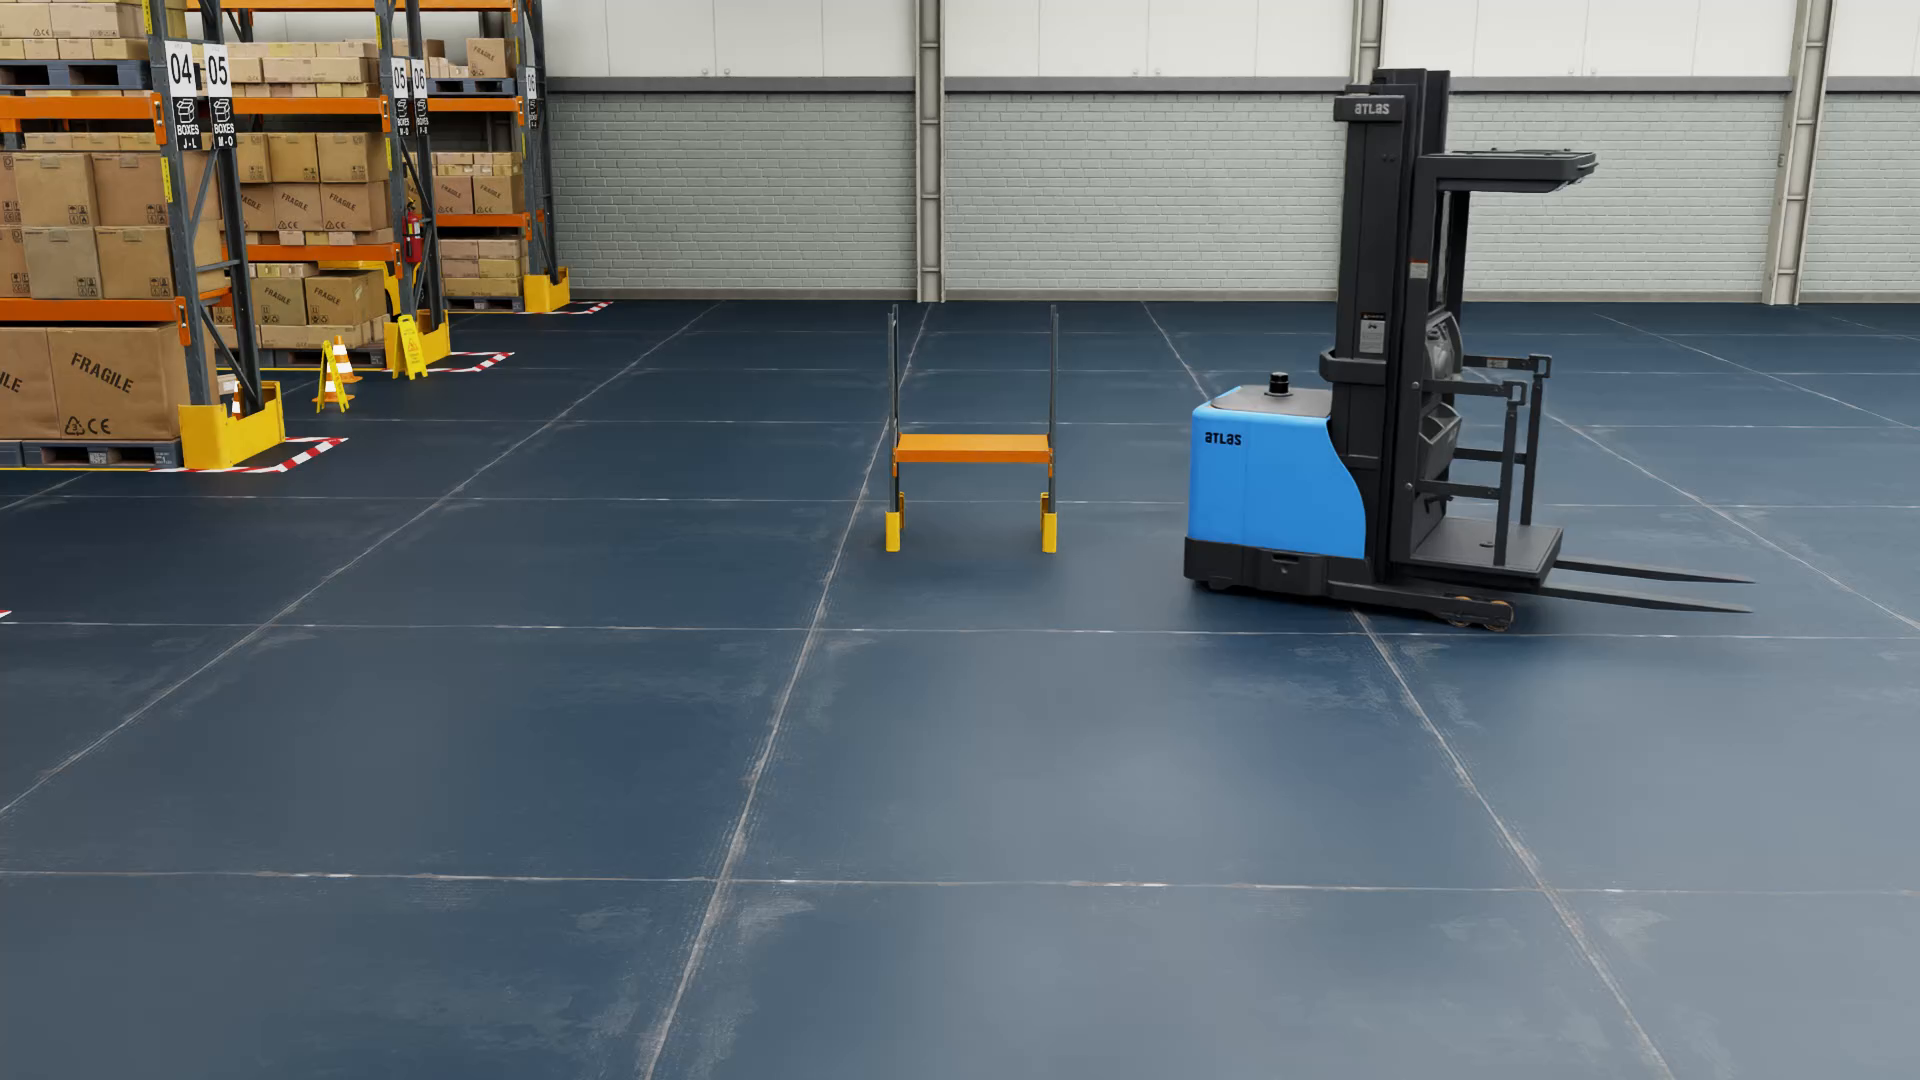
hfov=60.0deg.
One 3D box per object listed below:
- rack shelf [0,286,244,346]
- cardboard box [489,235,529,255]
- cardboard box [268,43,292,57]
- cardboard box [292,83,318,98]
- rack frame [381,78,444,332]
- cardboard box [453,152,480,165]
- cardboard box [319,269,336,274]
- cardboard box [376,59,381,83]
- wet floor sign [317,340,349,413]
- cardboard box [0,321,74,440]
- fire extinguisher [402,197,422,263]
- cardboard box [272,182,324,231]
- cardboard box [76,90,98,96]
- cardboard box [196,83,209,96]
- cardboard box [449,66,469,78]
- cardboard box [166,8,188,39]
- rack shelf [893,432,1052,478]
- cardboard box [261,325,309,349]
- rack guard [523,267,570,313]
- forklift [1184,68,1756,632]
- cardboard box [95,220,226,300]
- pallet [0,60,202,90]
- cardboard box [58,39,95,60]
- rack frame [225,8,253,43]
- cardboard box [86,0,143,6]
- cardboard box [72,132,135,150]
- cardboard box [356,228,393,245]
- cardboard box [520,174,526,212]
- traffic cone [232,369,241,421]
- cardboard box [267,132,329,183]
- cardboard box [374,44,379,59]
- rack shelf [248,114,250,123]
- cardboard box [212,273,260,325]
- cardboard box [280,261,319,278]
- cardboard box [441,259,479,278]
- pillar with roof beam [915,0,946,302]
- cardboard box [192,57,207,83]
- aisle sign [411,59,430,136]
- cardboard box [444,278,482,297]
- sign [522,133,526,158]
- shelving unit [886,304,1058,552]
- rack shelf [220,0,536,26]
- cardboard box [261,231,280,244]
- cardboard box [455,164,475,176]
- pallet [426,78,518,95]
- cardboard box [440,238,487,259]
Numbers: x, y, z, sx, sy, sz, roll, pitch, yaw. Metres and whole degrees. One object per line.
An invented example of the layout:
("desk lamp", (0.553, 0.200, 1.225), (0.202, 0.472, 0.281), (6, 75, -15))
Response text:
("rack shelf", (-7.885, -1.813, 13.242), (4.000, 0.370, 1.077), (0, 15, 1))
("cardboard box", (-6.212, -4.085, 23.050), (0.500, 0.250, 0.500), (0, 15, 1))
("cardboard box", (-6.970, -5.075, 17.247), (0.250, 0.149, 0.380), (0, 15, 2))
("cardboard box", (-6.738, -4.674, 17.290), (0.250, 0.149, 0.380), (1, 15, 3))
("rack frame", (-5.860, -3.411, 17.888), (0.127, 3.000, 1.000), (0, 15, 1))
("cardboard box", (-6.610, -5.119, 22.314), (0.250, 0.149, 0.380), (1, 15, 3))
("cardboard box", (-7.206, -2.725, 18.385), (0.500, 0.500, 0.500), (0, 15, -1))
("cardboard box", (-6.356, -5.004, 17.756), (0.500, 0.250, 0.500), (0, 15, 0))
("wet floor sign", (-5.806, -1.514, 15.314), (0.232, 0.644, 0.267), (-2, 15, -8))
("cardboard box", (-7.444, -1.316, 13.291), (0.875, 0.875, 0.875), (0, 15, 1))
("fire extinguisher", (-5.757, -3.255, 17.449), (0.183, 0.674, 0.296), (0, 15, 1))
("cardboard box", (-6.910, -3.541, 17.601), (0.500, 0.500, 0.500), (0, 15, 2))
("cardboard box", (-9.042, -4.712, 17.431), (0.250, 0.149, 0.380), (0, 15, 1))
("cardboard box", (-7.760, -4.669, 17.270), (0.250, 0.149, 0.380), (0, 15, 1))
("cardboard box", (-6.573, -6.185, 21.996), (0.250, 0.149, 0.380), (0, 15, 0))
("cardboard box", (-6.361, -3.989, 12.893), (0.500, 0.250, 0.500), (0, 15, 1))
("rack shelf", (0.085, -0.551, 10.692), (1.000, 0.185, 0.538), (0, 15, 1))
("cardboard box", (-7.192, -2.226, 17.965), (0.500, 0.250, 0.500), (0, 15, 2))
("rack guard", (-5.713, -3.468, 23.004), (0.348, 0.500, 1.175), (0, 15, 1))
("forklift", (2.869, -1.077, 9.178), (3.031, 2.935, 1.130), (7, 16, 25))
("cardboard box", (-6.257, -2.211, 13.047), (0.550, 0.550, 0.875), (0, 15, 1))
("pallet", (-6.627, -3.557, 12.737), (1.213, 0.211, 1.003), (0, 15, 1))
("cardboard box", (-6.478, -3.646, 12.371), (0.250, 0.149, 0.380), (0, 15, 2))
("rack frame", (-9.735, -7.603, 22.019), (0.127, 3.000, 1.000), (0, 15, 1))
("cardboard box", (-6.231, -4.029, 12.262), (0.250, 0.149, 0.380), (1, 15, 2))
("cardboard box", (-8.914, -4.045, 17.554), (0.500, 0.500, 0.700), (0, 15, 2))
("cardboard box", (-6.239, -3.237, 17.722), (0.250, 0.149, 0.380), (1, 15, 3))
("cardboard box", (-6.225, -4.799, 22.954), (0.500, 0.500, 0.500), (1, 15, 3))
("traffic cone", (-6.380, -1.287, 14.810), (0.334, 0.463, 0.336), (0, 15, 1))
("cardboard box", (-6.882, -4.039, 17.531), (0.500, 0.500, 0.700), (1, 15, 2))
("cardboard box", (-6.210, -5.180, 17.641), (0.250, 0.149, 0.380), (0, 15, 1))
("rack shelf", (-11.735, -5.818, 22.543), (4.000, 0.370, 1.077), (0, 15, 1))
("cardboard box", (-7.693, -2.593, 17.886), (0.500, 0.500, 0.500), (0, 15, 0))
("cardboard box", (-7.036, -2.885, 17.718), (0.250, 0.149, 0.380), (1, 15, 3))
("cardboard box", (-6.732, -3.721, 22.652), (0.500, 0.250, 0.500), (0, 15, 1))
("pillar with roof beam", (-0.522, -6.675, 18.499), (0.400, 9.000, 9.100), (0, 15, 1))
("cardboard box", (-7.905, -4.876, 17.270), (0.500, 0.250, 0.500), (1, 15, 2))
("aisle sign", (-5.790, -4.746, 17.854), (0.004, 0.787, 0.394), (0, 15, 1))
("cardboard box", (-6.711, -3.478, 22.711), (0.500, 0.250, 0.500), (0, 15, 1))
("sign", (-5.765, -5.213, 21.984), (0.005, 0.325, 0.100), (0, 15, 1))
("shelving unit", (0.076, -0.725, 10.647), (1.083, 1.500, 0.587), (0, 15, 1))
("rack shelf", (-7.736, -7.049, 22.113), (4.000, 0.370, 1.077), (0, 15, 1))
("cardboard box", (-7.262, -3.249, 17.768), (0.250, 0.149, 0.380), (1, 15, 2))
("cardboard box", (-6.605, -4.981, 22.371), (0.250, 0.149, 0.380), (1, 15, 2))
("pallet", (-6.443, -6.095, 22.357), (1.213, 0.211, 1.003), (0, 15, 1))
("cardboard box", (-6.716, -3.959, 22.572), (0.500, 0.250, 0.500), (1, 15, 2))
